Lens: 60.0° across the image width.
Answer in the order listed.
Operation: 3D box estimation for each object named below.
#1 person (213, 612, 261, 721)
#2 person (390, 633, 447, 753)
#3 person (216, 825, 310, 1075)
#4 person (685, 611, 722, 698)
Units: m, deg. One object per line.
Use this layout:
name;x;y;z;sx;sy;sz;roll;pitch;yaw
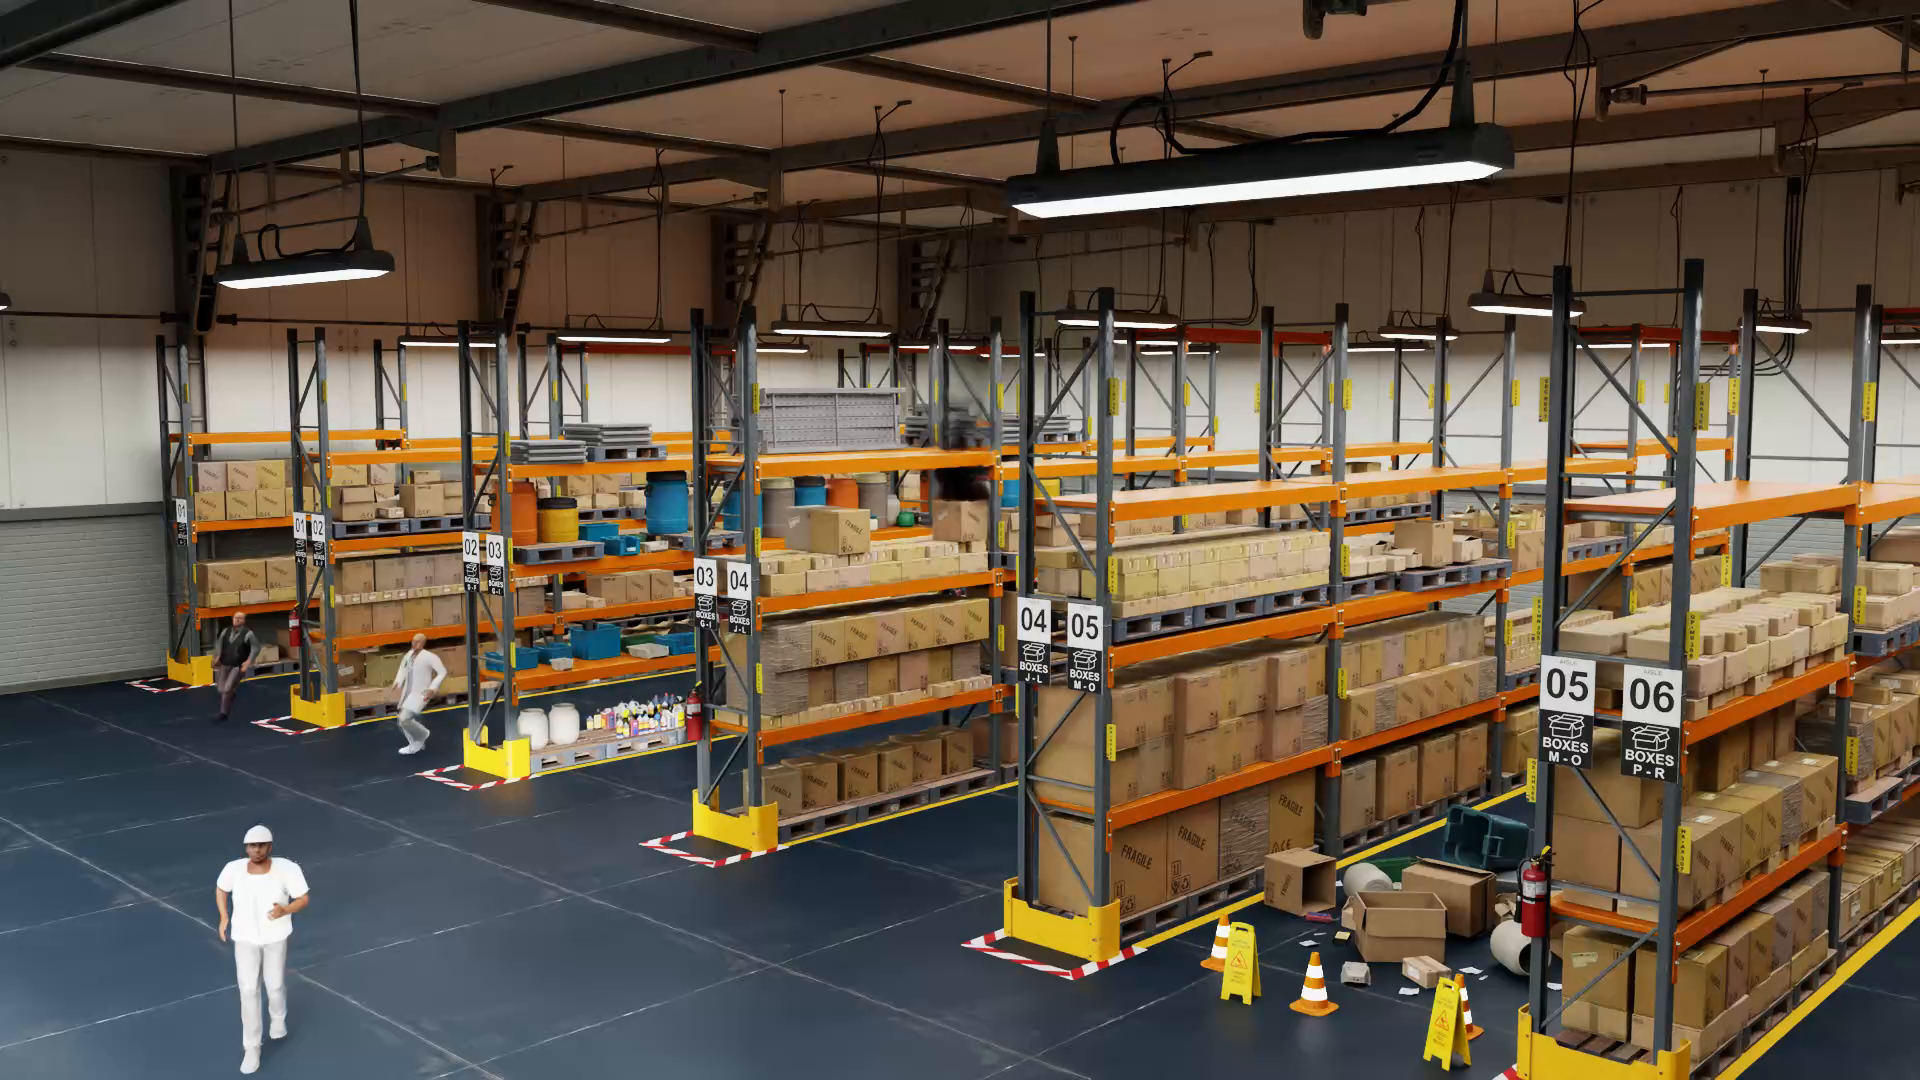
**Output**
person;-11.163;1.934;25.666;0.698;1.652;0.640;0;5;2
person;-7.543;2.145;23.053;0.774;1.715;0.576;4;6;33
person;-5.356;3.071;12.775;0.687;1.793;0.827;-2;6;-17
person;-4.118;1.761;26.783;0.657;1.841;0.736;5;7;44
